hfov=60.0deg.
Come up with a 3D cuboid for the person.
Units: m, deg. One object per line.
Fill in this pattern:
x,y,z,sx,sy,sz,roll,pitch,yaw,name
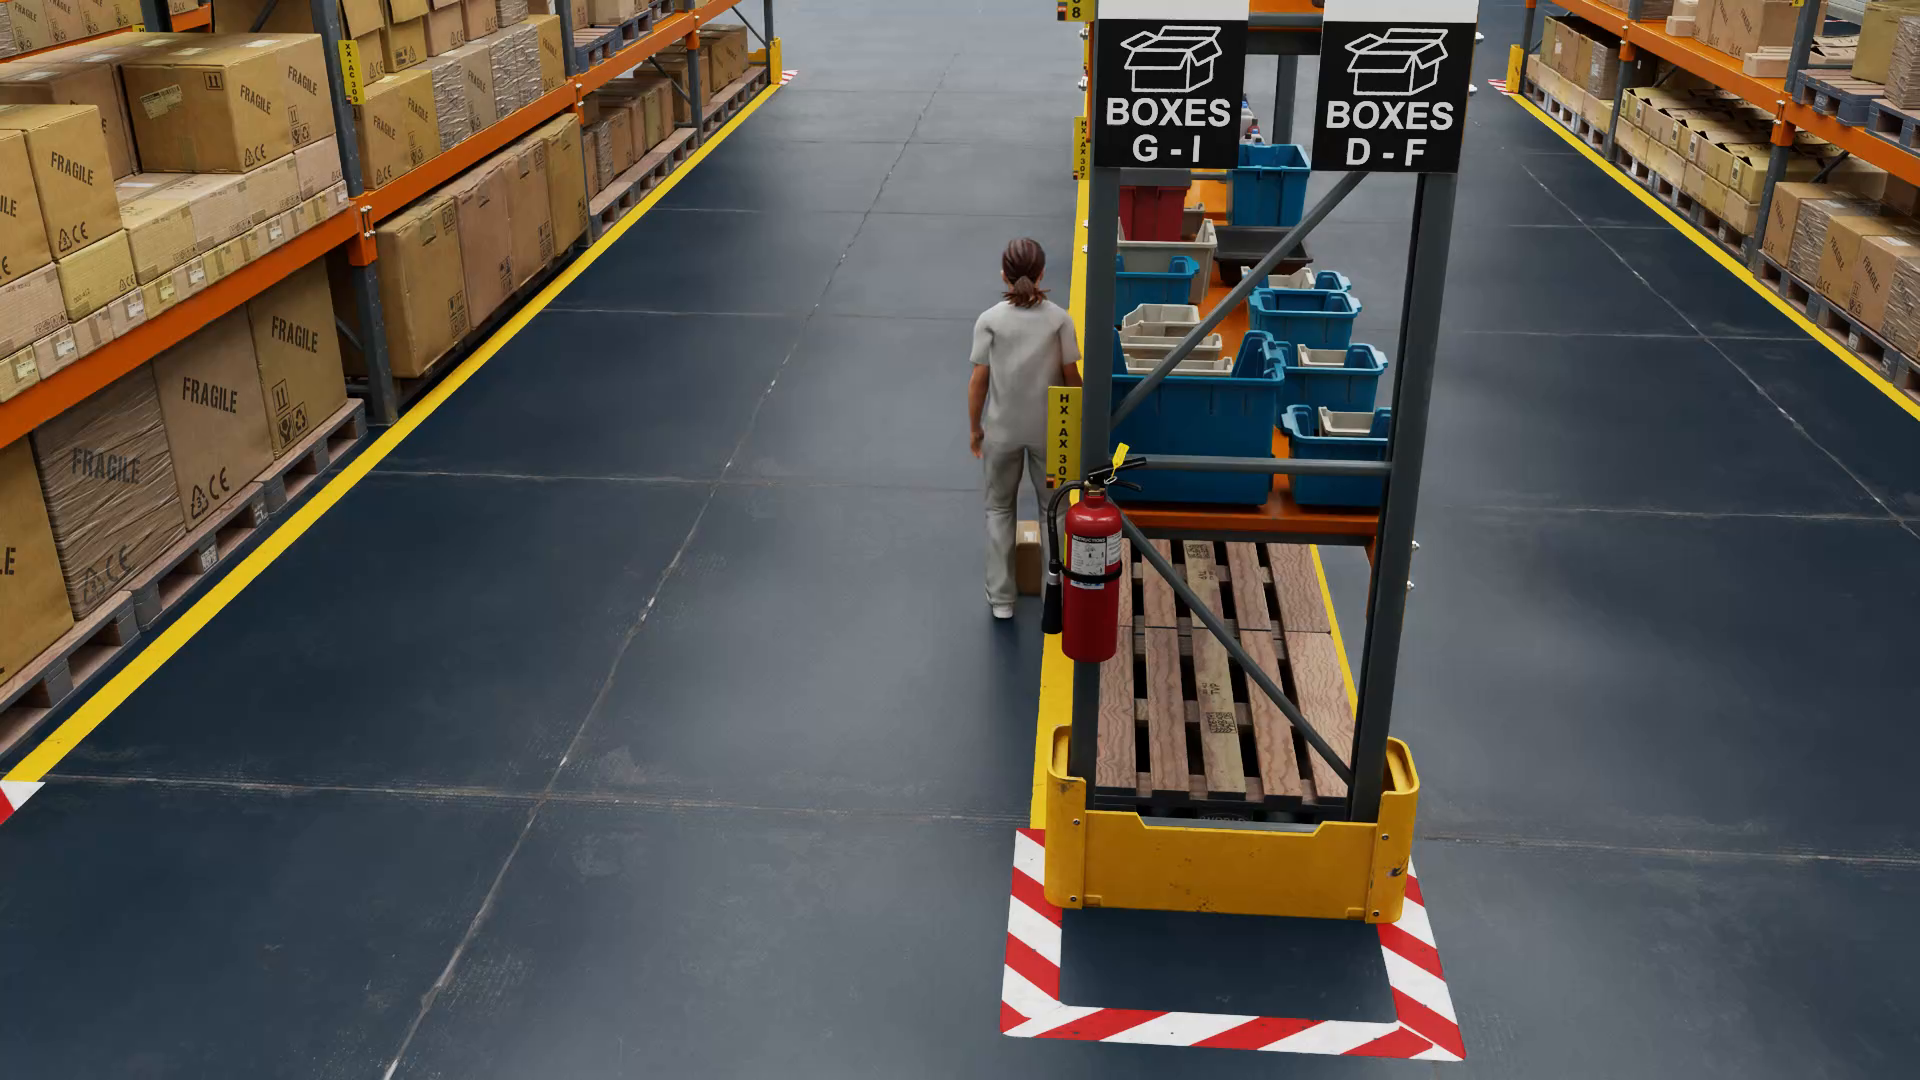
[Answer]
0.284,-0.454,7.100,0.501,1.671,0.364,1,25,1,person
